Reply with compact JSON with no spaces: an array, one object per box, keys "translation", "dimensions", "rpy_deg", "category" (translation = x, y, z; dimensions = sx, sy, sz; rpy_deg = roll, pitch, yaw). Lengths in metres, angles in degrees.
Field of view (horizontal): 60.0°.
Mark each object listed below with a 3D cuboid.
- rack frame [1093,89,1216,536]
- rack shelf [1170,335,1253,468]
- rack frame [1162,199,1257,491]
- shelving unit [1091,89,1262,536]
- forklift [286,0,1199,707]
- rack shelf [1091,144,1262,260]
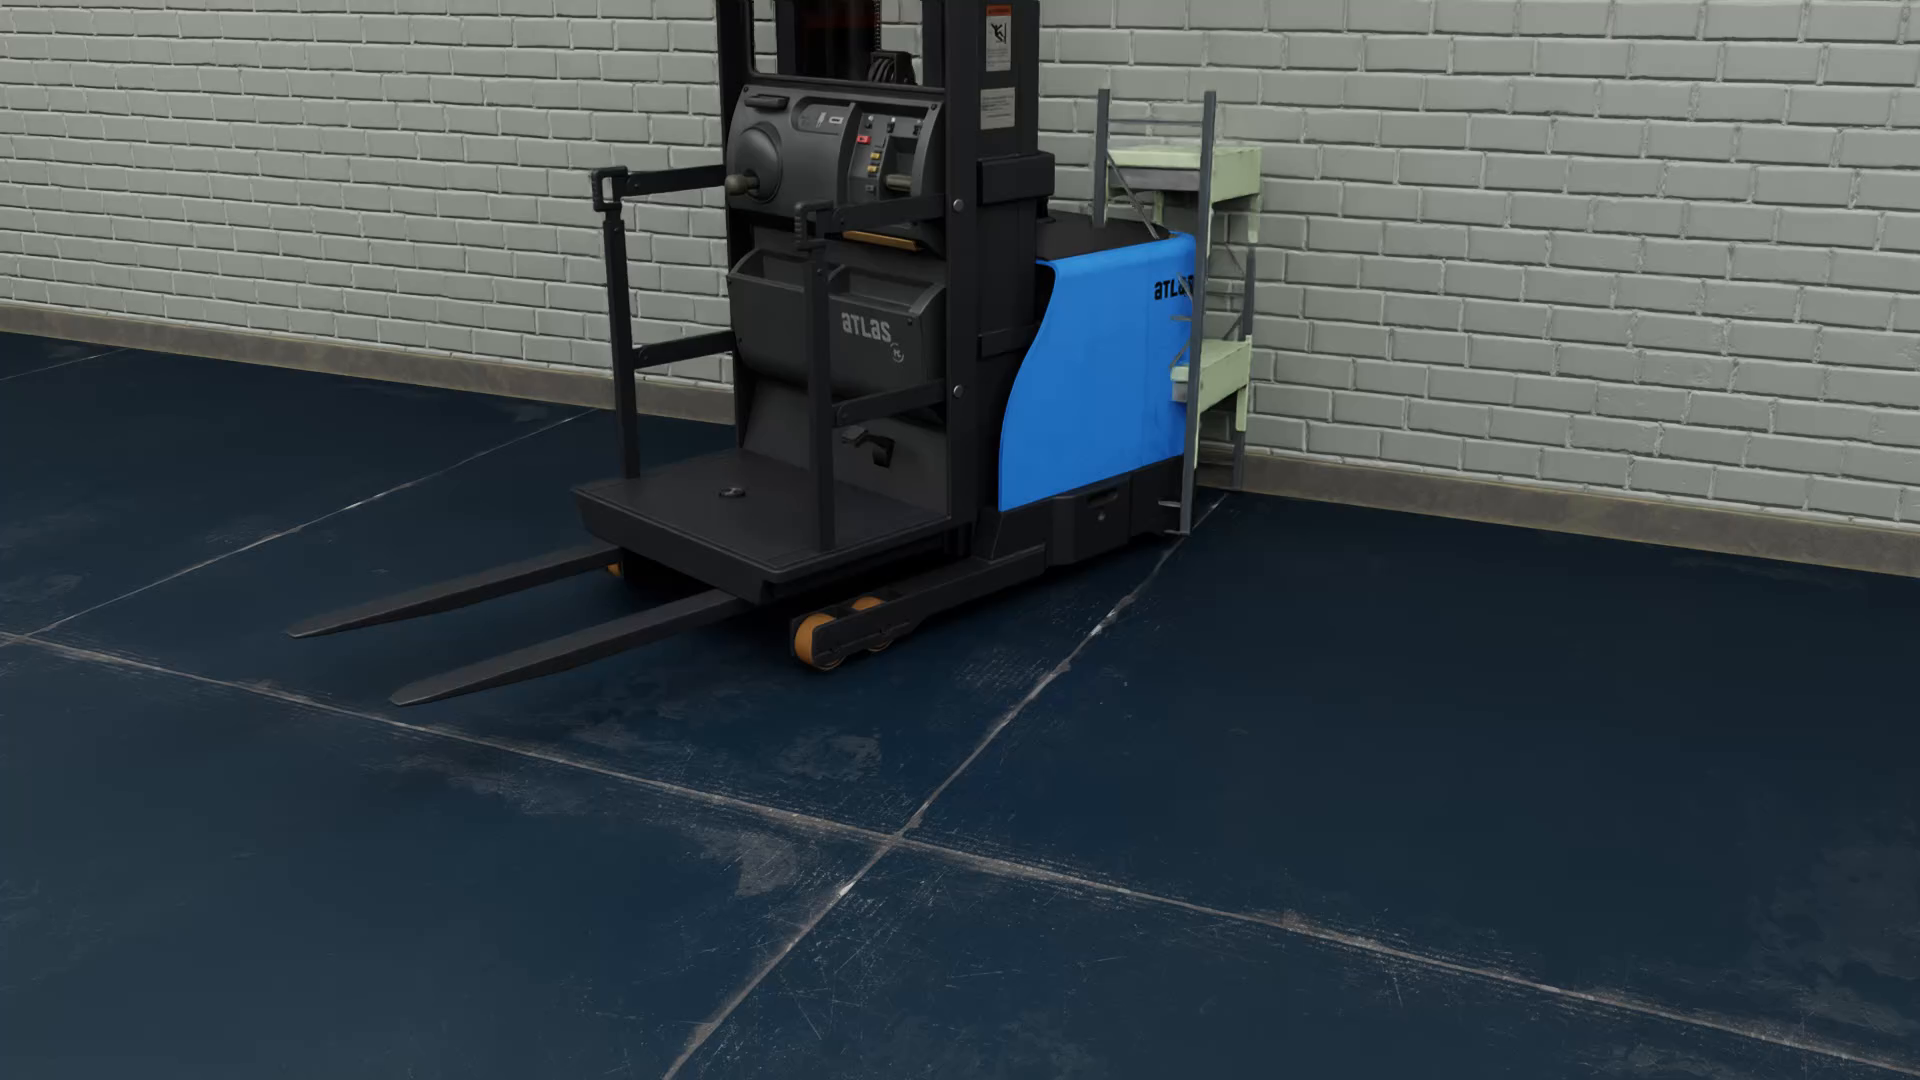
[{"translation":[0.635,-0.764,5.694],"dimensions":[0.400,1.500,0.023],"rpy_deg":[8,17,22],"category":"rack frame"},{"translation":[0.773,-0.537,6.106],"dimensions":[0.431,0.370,0.720],"rpy_deg":[8,17,22],"category":"rack shelf"},{"translation":[0.924,-0.939,6.344],"dimensions":[0.400,1.500,0.023],"rpy_deg":[8,17,22],"category":"rack frame"},{"translation":[0.779,-0.851,6.019],"dimensions":[0.431,1.500,0.755],"rpy_deg":[8,17,22],"category":"shelving unit"},{"translation":[-0.549,-1.193,4.948],"dimensions":[3.031,2.935,1.130],"rpy_deg":[-18,26,-41],"category":"forklift"},{"translation":[0.787,-1.227,5.914],"dimensions":[0.431,0.370,0.720],"rpy_deg":[8,17,22],"category":"rack shelf"}]
